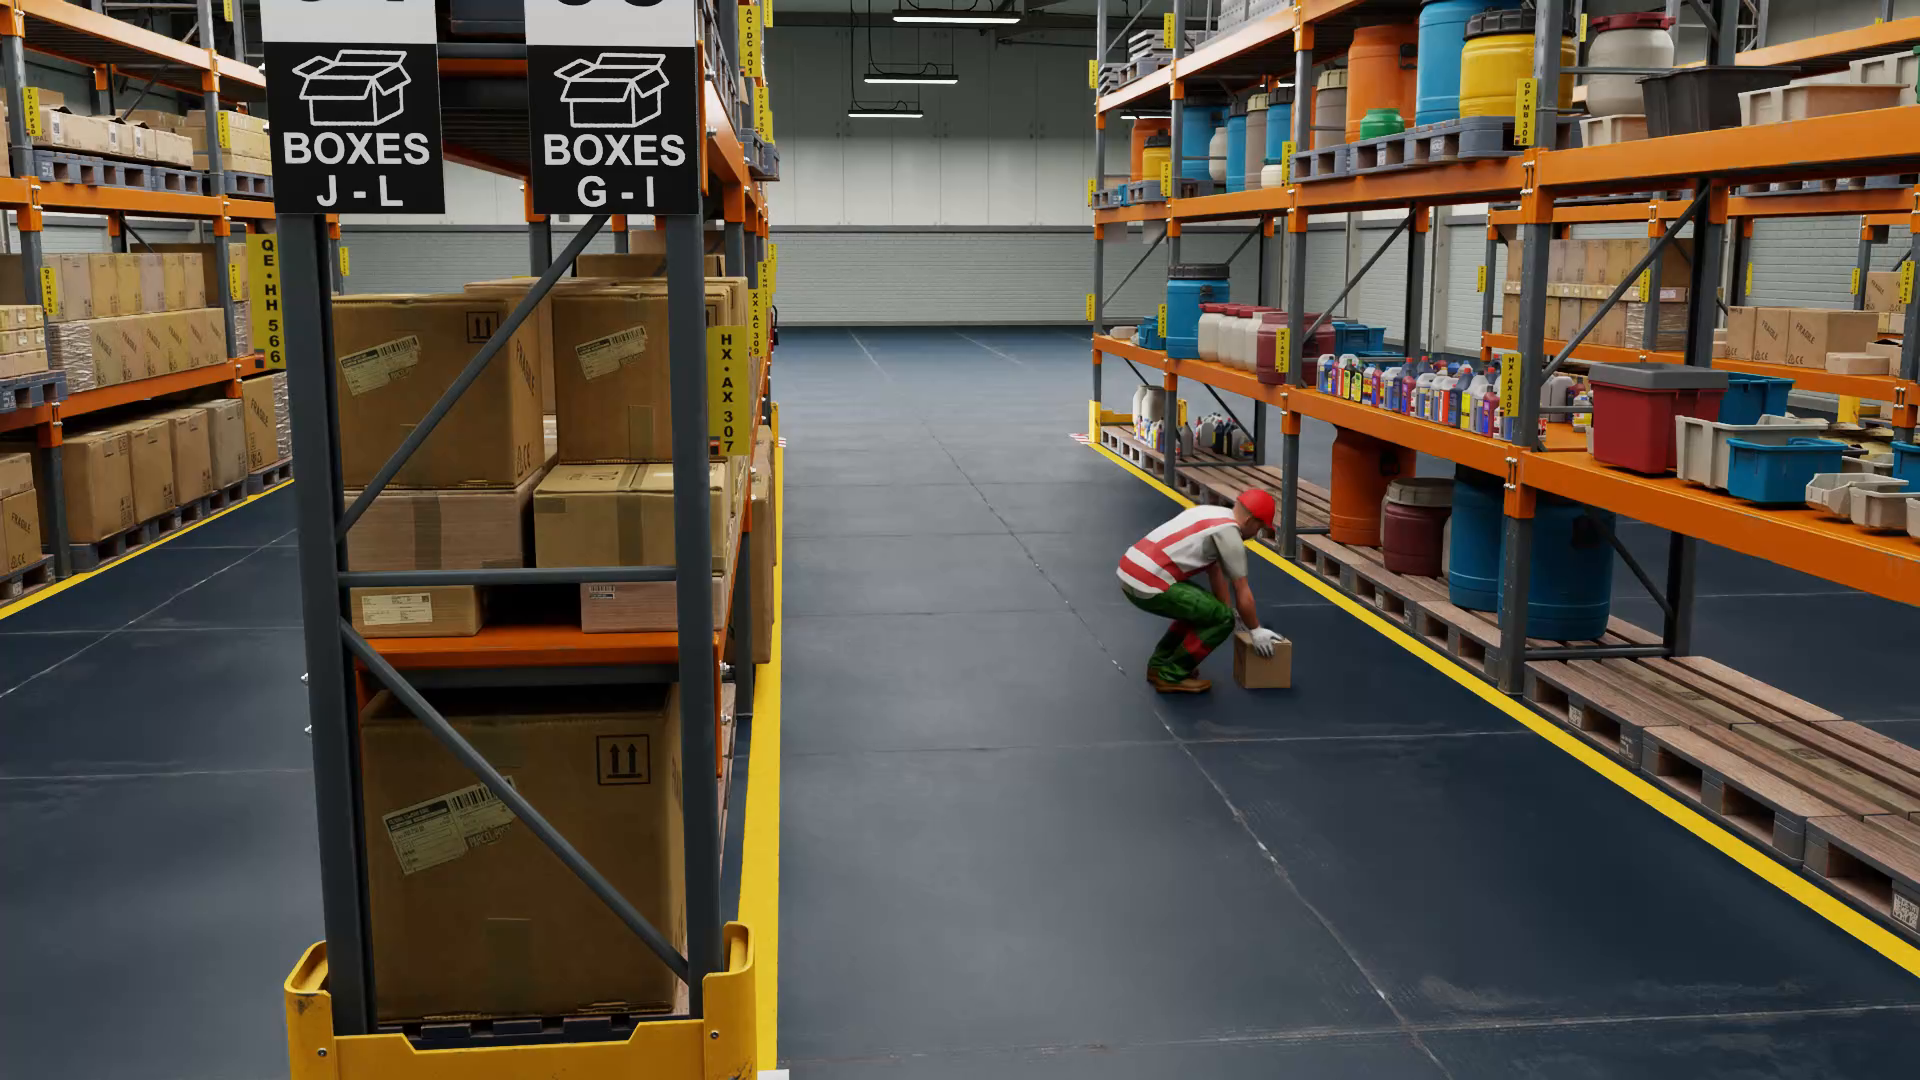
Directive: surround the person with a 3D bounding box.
[{"bbox_3d":[1.273,0.258,8.967,0.870,1.065,0.579,-1,10,-6],"label":"person"}]
